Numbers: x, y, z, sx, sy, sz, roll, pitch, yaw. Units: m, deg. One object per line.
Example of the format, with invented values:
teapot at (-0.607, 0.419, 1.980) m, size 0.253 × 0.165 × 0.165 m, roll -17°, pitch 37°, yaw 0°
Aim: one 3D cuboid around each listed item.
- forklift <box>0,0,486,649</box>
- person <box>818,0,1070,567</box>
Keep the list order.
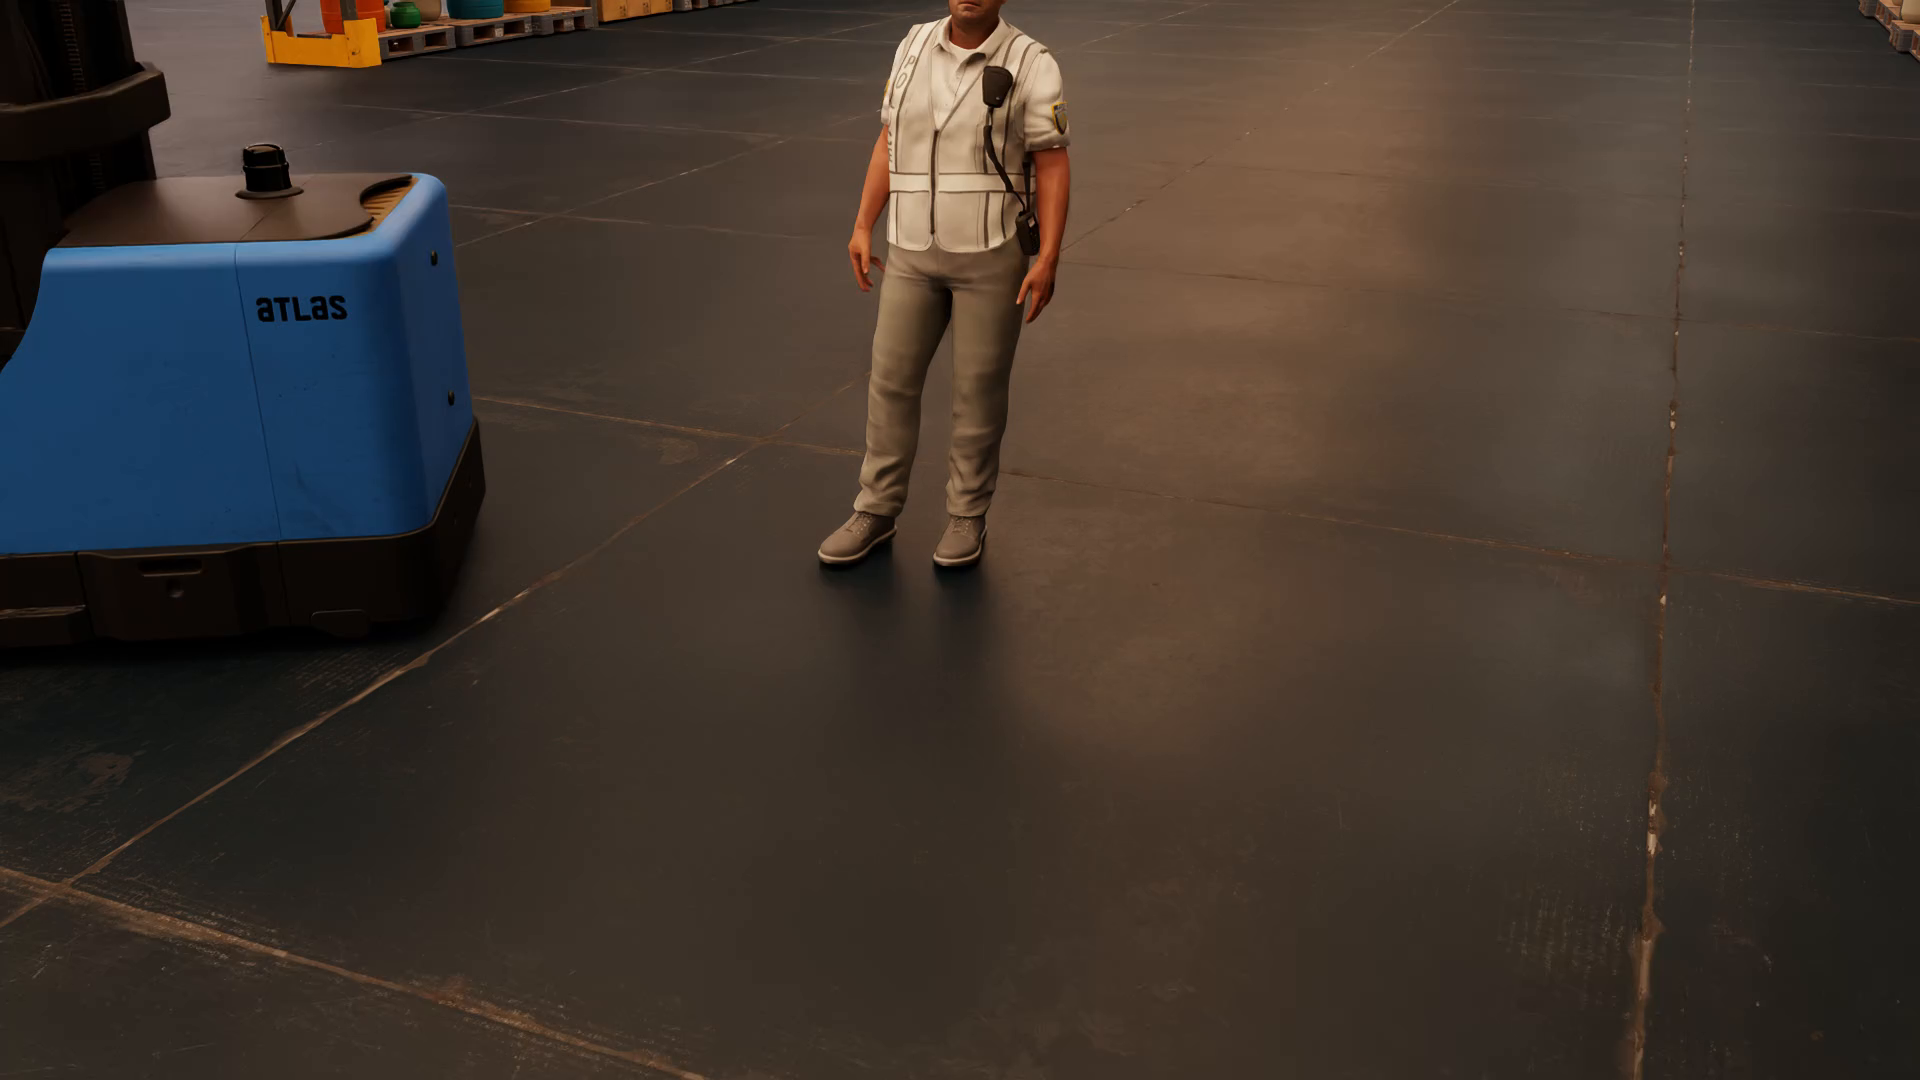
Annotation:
forklift at (-2.947, -1.199, 4.161) m, size 3.031 × 2.935 × 1.130 m, roll -3°, pitch 23°, yaw -7°
person at (-0.040, -0.803, 4.684) m, size 0.641 × 1.780 × 0.574 m, roll 9°, pitch 24°, yaw 21°
